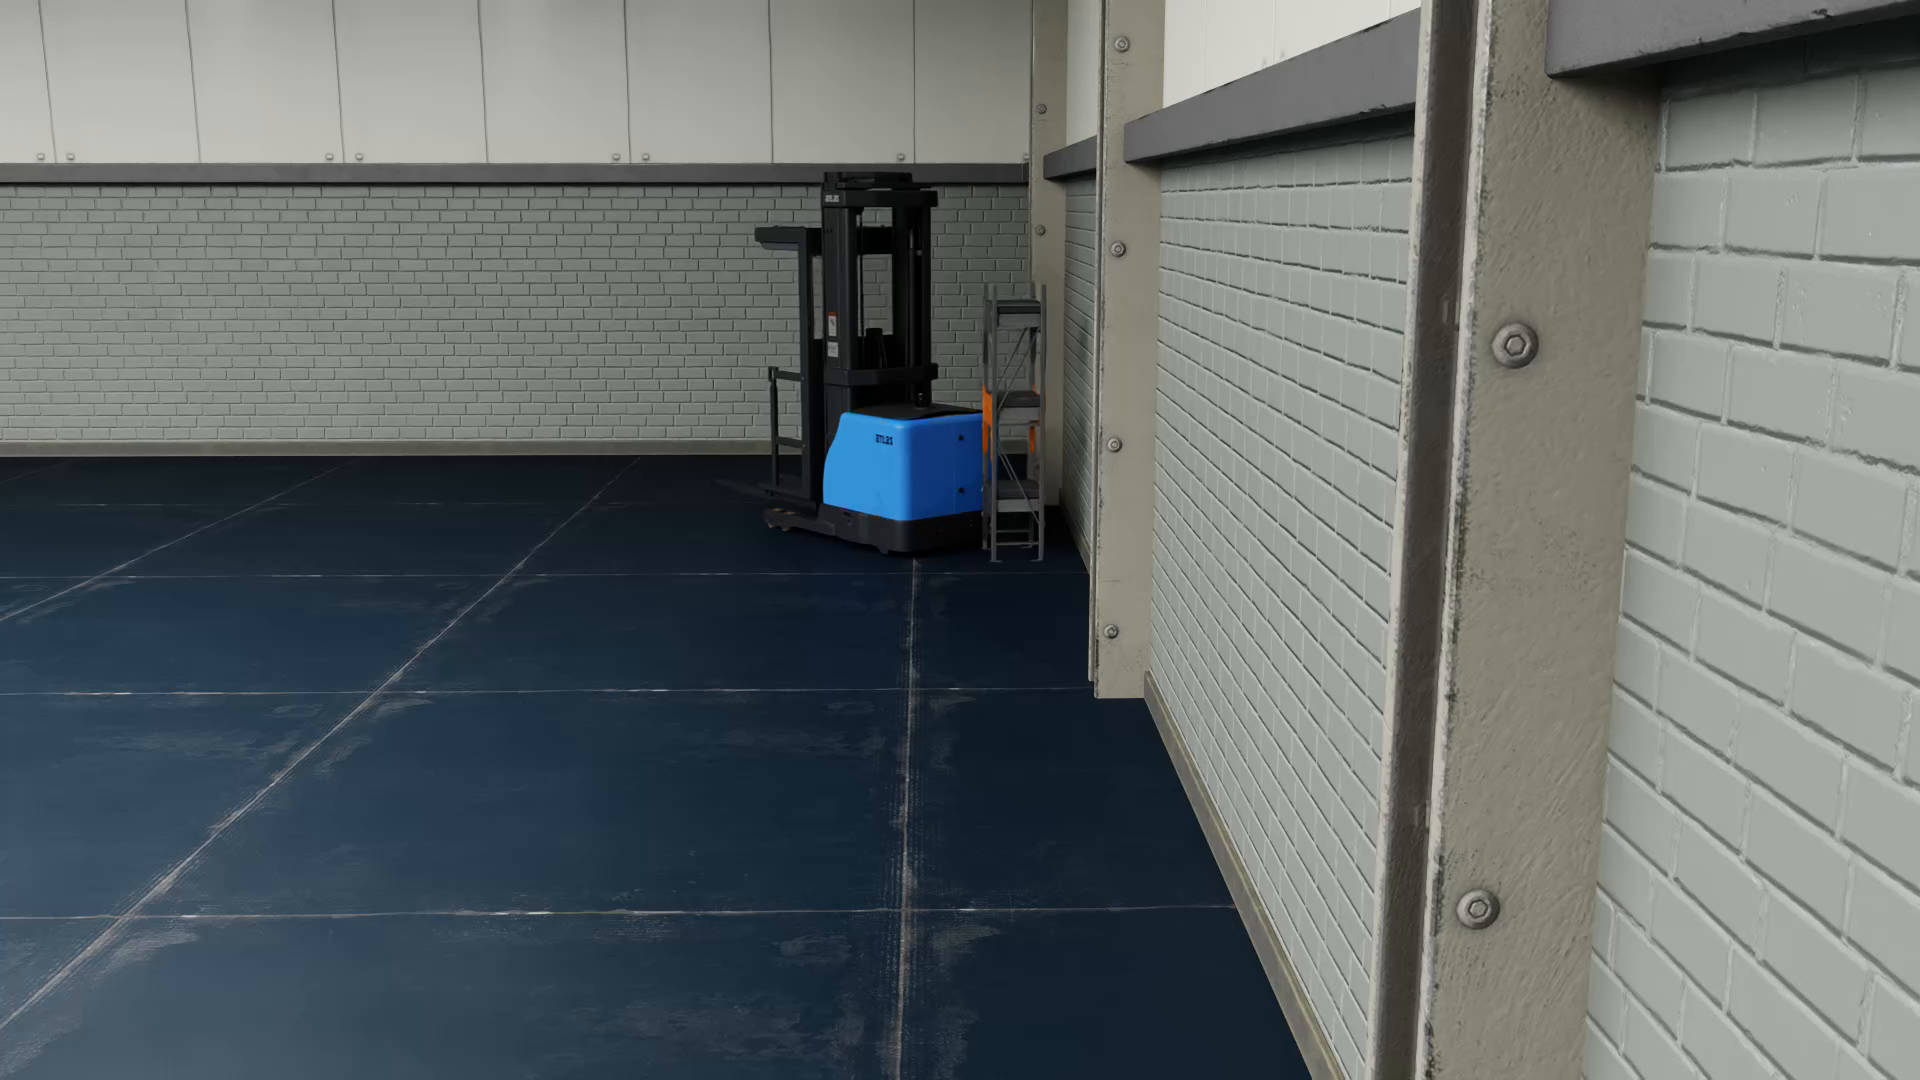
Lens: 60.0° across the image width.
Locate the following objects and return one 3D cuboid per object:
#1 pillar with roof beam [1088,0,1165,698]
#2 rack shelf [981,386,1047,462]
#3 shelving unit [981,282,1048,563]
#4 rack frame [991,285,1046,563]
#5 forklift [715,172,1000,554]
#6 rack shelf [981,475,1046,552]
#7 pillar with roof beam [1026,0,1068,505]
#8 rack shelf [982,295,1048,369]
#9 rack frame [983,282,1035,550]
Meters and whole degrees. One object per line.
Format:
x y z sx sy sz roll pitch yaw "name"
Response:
-3.403 -3.554 8.446 9.100 9.000 0.400 0 11 -1 "pillar with roof beam"
0.410 -0.895 12.759 0.431 0.518 0.480 -1 12 -7 "rack shelf"
0.410 -0.909 12.756 0.431 2.100 0.503 -1 12 -7 "shelving unit"
0.440 -0.860 12.519 0.400 2.100 0.015 -1 12 -7 "rack frame"
-1.000 -1.563 13.892 1.130 2.935 3.031 -9 15 -39 "forklift"
0.410 -0.209 12.898 0.431 0.518 0.480 -1 12 -7 "rack shelf"
-3.527 -4.747 14.325 9.100 9.000 0.400 0 11 -1 "pillar with roof beam"
0.410 -1.581 12.620 0.431 0.518 0.480 -1 12 -7 "rack shelf"
0.380 -0.957 12.994 0.400 2.100 0.015 -1 12 -7 "rack frame"
